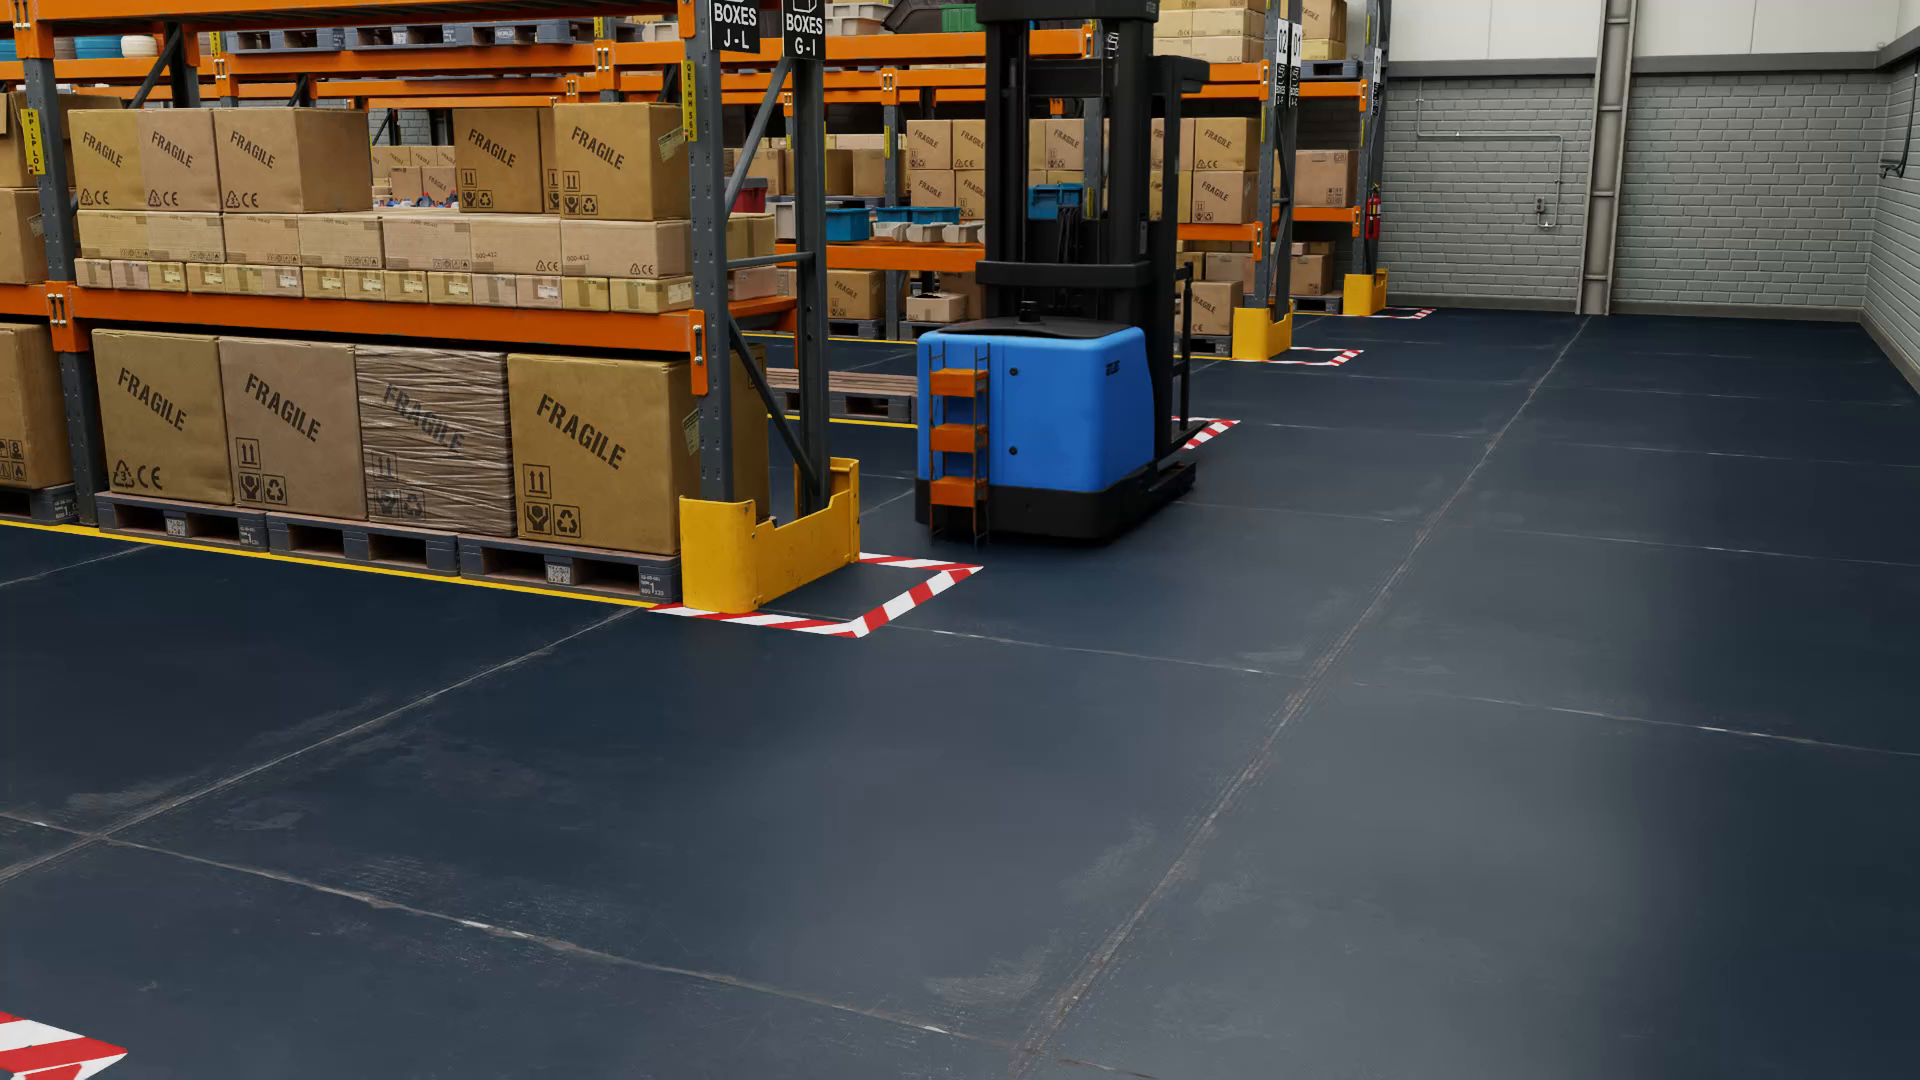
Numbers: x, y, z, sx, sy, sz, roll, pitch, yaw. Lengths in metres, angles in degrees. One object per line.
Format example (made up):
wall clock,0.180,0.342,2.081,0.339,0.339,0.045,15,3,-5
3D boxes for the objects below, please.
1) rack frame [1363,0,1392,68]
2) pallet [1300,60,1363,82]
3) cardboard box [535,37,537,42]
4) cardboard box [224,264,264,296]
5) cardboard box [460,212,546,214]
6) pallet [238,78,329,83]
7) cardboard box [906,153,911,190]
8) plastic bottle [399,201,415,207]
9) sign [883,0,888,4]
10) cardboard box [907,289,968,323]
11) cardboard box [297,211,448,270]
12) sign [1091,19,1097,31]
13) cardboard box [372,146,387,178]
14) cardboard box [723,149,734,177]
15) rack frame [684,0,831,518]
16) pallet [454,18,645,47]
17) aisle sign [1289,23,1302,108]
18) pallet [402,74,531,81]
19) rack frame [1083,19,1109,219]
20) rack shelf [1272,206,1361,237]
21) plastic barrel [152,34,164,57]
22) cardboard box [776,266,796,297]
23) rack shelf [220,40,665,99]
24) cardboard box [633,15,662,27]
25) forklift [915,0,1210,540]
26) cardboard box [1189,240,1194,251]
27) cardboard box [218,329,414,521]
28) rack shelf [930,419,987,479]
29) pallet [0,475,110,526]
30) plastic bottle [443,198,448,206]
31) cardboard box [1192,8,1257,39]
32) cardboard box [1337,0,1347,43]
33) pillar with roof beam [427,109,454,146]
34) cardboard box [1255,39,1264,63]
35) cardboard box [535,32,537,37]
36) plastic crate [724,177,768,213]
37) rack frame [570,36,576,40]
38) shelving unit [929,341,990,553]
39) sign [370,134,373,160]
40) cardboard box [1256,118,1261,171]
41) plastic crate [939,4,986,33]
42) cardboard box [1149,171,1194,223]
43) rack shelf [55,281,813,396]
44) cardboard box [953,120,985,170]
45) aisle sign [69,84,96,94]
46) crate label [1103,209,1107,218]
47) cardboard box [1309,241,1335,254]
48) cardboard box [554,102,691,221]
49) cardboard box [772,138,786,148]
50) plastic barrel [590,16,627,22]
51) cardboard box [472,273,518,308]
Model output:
rack frame,5.122,-7.291,20.130,0.127,3.000,1.000,6,14,23
pallet,4.439,-5.854,20.766,1.213,0.211,1.003,6,14,23
cardboard box,-4.633,-5.698,19.314,0.500,0.250,0.500,5,14,19
cardboard box,-3.462,-1.322,8.371,0.250,0.149,0.380,6,14,22
cardboard box,-2.163,-1.533,8.401,0.500,0.250,0.500,5,14,21
pallet,-8.643,-5.937,21.117,1.213,0.211,1.003,6,14,23
cardboard box,-0.445,-5.073,22.893,0.500,0.500,0.500,6,15,25
plastic bottle,-4.673,-2.745,14.160,0.135,0.276,0.152,6,14,23
sign,-0.760,-5.493,17.039,0.005,0.325,0.100,6,14,23
cardboard box,-0.242,-2.527,17.880,0.500,0.311,0.500,6,14,23
cardboard box,-2.855,-1.470,8.129,0.500,0.250,0.500,6,14,23
sign,0.901,-3.594,11.170,0.005,0.325,0.100,6,14,23
cardboard box,-9.192,-6.046,26.598,0.500,0.500,0.500,6,14,23
cardboard box,-2.815,-4.170,18.821,0.500,0.500,0.700,9,16,34
rack frame,-0.897,-1.267,7.588,0.127,3.000,1.000,6,14,23
pallet,-3.305,-4.092,13.475,1.003,0.211,1.213,6,14,23
aisle sign,3.300,-4.656,16.342,0.004,0.787,0.394,6,14,23
pallet,-5.876,-5.591,19.864,1.213,0.211,1.003,7,15,26
rack frame,1.109,-2.301,11.997,0.127,3.000,1.000,6,14,23
rack shelf,3.293,-4.205,21.686,4.000,0.370,1.077,6,14,23
plastic barrel,-7.466,-4.893,15.534,0.708,0.830,0.600,6,14,23
cardboard box,-2.013,-2.783,18.557,0.500,0.500,0.500,6,14,24
rack shelf,-4.377,-3.967,14.102,4.000,0.370,1.077,6,14,23
cardboard box,-3.333,-5.983,18.712,0.500,0.500,0.500,6,14,23
forklift,0.787,-1.722,9.678,1.130,2.935,3.031,5,14,22
cardboard box,3.009,-3.912,21.994,0.250,0.149,0.380,6,14,24
cardboard box,-3.161,-0.646,8.674,0.875,0.875,0.875,6,14,23
rack shelf,-0.001,-0.466,8.489,0.240,0.259,0.215,5,14,21
pallet,-5.290,-0.335,9.721,1.213,0.211,1.003,6,14,23
plastic bottle,-4.618,-2.931,14.934,0.133,0.283,0.061,6,14,23
cardboard box,2.546,-4.961,15.997,0.500,0.250,0.500,6,14,23
cardboard box,4.552,-6.494,20.847,0.500,0.500,0.500,5,14,21
pillar with roof beam,-10.260,-7.989,23.101,0.400,9.000,9.100,6,14,23
cardboard box,2.752,-4.824,16.508,0.500,0.250,0.500,6,14,23
cardboard box,-6.418,-7.476,25.033,0.500,0.500,0.500,4,14,18
plastic crate,-1.834,-2.597,12.984,0.583,0.464,0.402,6,14,23
rack frame,-4.196,-6.997,18.874,0.127,3.000,1.000,6,14,23
shelving unit,-0.001,-0.476,8.486,0.252,1.050,0.215,5,14,21
sign,-7.642,-5.085,21.500,0.005,0.325,0.100,6,14,23
cardboard box,2.820,-3.967,16.688,0.500,0.500,0.500,6,15,25
plastic crate,0.091,-3.690,11.813,0.336,0.188,0.450,6,14,23
cardboard box,2.123,-3.416,16.529,0.500,0.500,0.500,6,14,24
rack shelf,-2.726,-1.102,8.459,4.000,0.370,1.077,6,14,23
cardboard box,0.250,-4.091,17.217,0.500,0.500,0.500,5,14,21
aisle sign,-11.694,-6.024,22.170,0.004,0.787,0.394,6,14,23
crate label,1.017,-2.341,12.399,0.303,0.233,0.416,6,14,23
cardboard box,4.636,-3.748,21.294,0.250,0.149,0.380,6,14,24
cardboard box,-1.449,-1.694,7.444,0.500,0.500,0.500,6,14,24
cardboard box,-2.520,-5.715,23.943,0.250,0.149,0.380,4,14,16
plastic barrel,-2.928,-4.504,13.598,0.433,0.535,0.433,0,13,0
cardboard box,-2.053,-1.179,7.765,0.250,0.149,0.380,6,15,24
